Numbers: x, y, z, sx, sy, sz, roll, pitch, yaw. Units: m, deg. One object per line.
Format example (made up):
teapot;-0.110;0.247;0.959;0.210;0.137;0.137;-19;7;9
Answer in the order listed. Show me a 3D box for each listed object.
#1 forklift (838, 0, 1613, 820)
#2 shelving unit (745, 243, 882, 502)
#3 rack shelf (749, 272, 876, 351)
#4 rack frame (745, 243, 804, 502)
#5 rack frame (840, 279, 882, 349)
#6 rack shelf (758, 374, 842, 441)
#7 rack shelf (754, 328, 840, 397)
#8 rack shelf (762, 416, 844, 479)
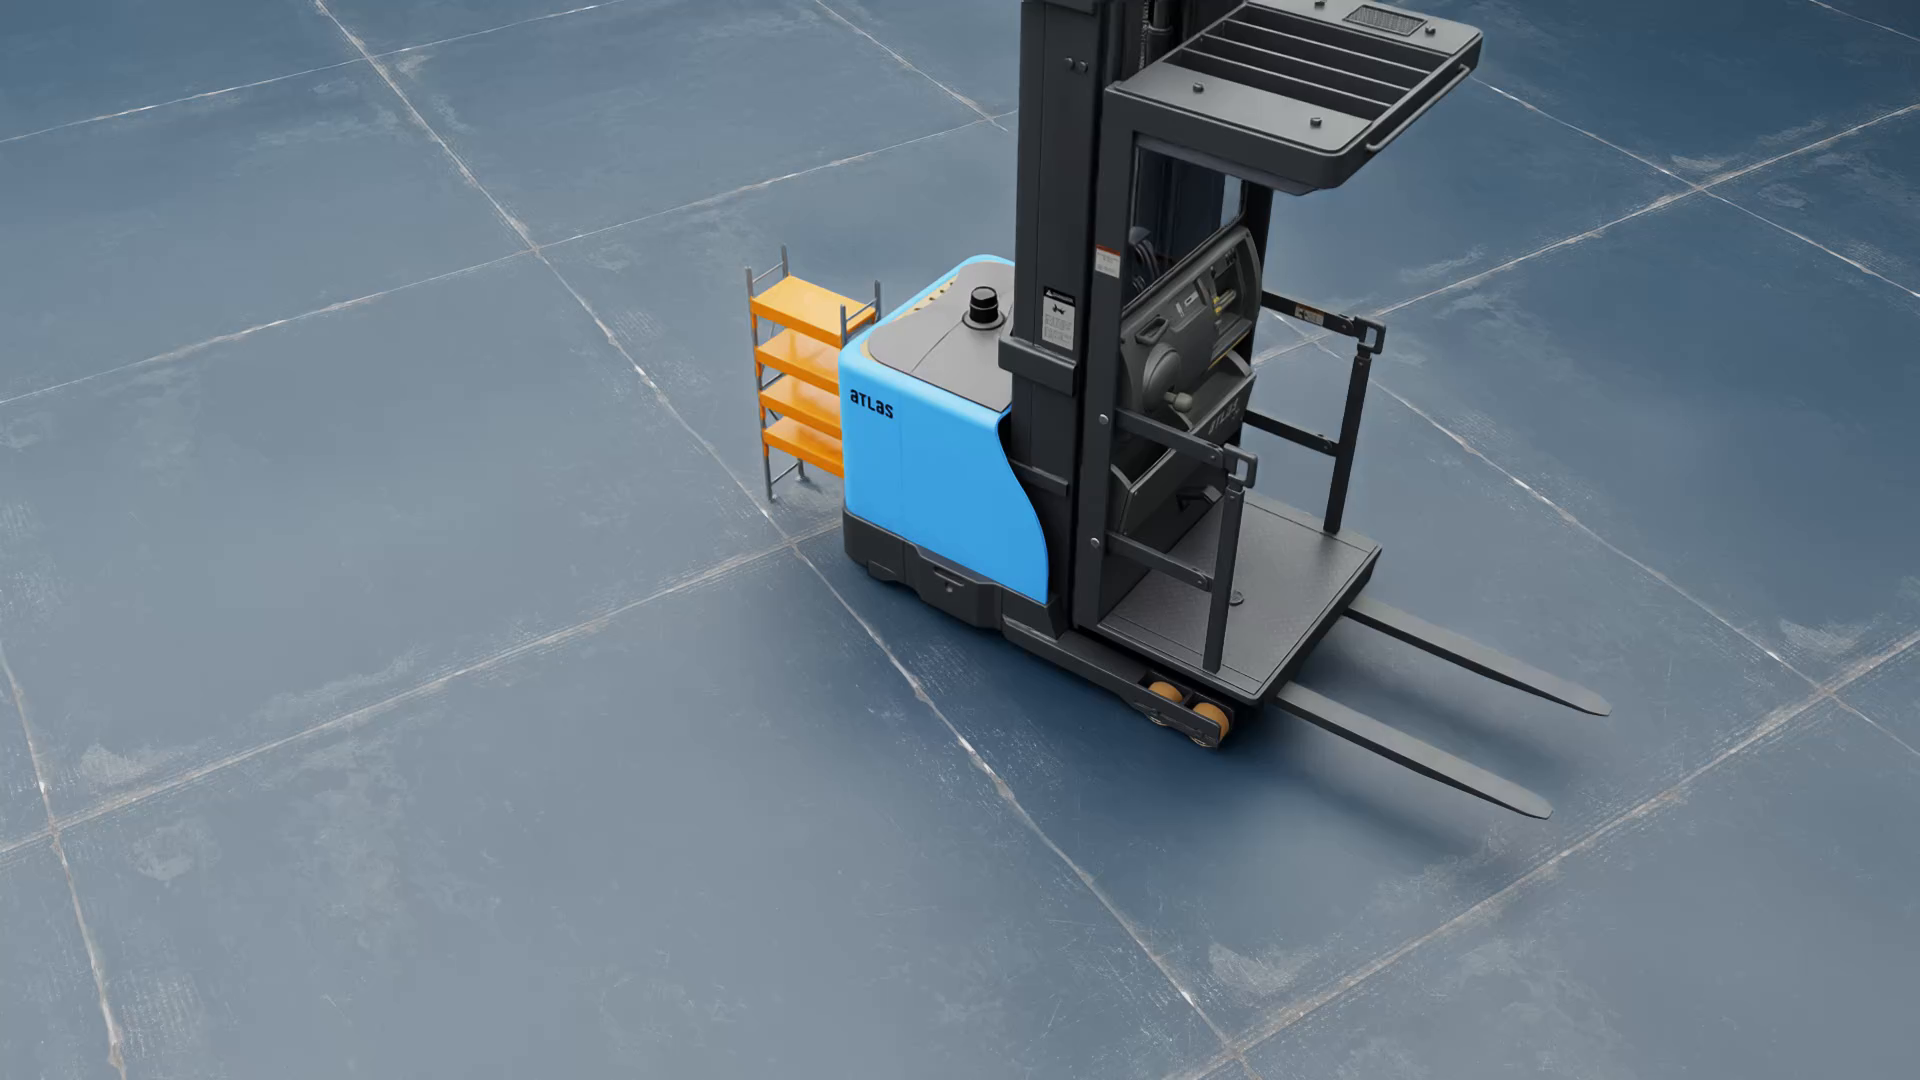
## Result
forklift;0.999;-0.731;5.837;3.031;2.935;1.130;25;46;27
shelving unit;-0.591;-0.603;7.037;0.503;1.200;0.258;25;46;27
rack shelf;-0.591;-0.905;6.785;0.480;0.148;0.258;25;46;27
rack frame;-0.789;-0.695;7.146;0.015;1.200;0.240;25;46;27
rack frame;-0.393;-0.512;6.927;0.015;1.200;0.240;25;46;27
rack shelf;-0.591;-0.552;7.080;0.480;0.148;0.258;25;46;27
rack shelf;-0.591;-0.723;6.936;0.480;0.148;0.258;25;46;27
rack shelf;-0.591;-0.399;7.207;0.480;0.148;0.258;25;46;27
